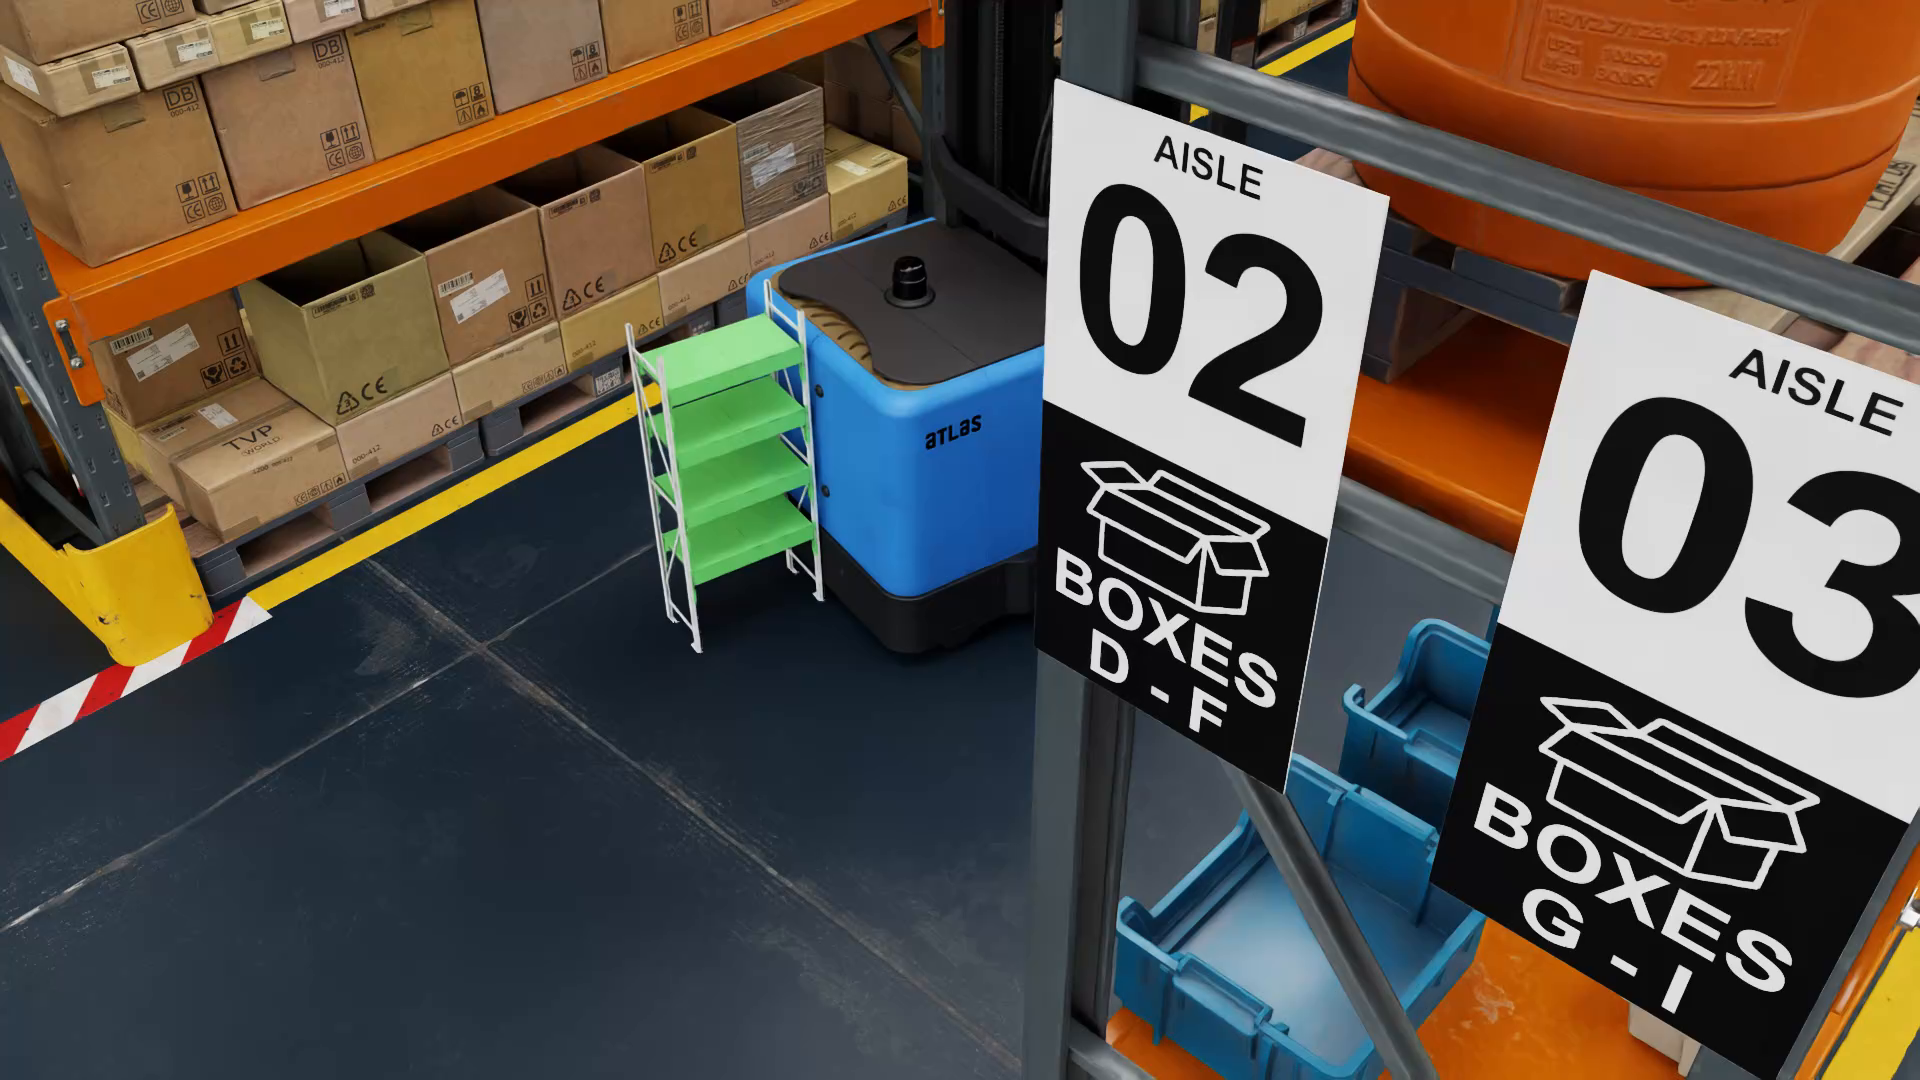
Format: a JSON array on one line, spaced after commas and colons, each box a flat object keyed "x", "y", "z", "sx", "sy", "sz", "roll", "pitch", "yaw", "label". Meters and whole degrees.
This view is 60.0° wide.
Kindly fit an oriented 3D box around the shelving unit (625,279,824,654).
[{"x": -0.765, "y": -0.225, "z": 5.569, "sx": 0.503, "sy": 1.200, "sz": 0.258, "roll": -23, "pitch": 44, "yaw": -26, "label": "shelving unit"}]

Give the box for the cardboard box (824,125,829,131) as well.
[{"x": -0.980, "y": -1.898, "z": 8.098, "sx": 0.500, "sy": 0.250, "sz": 0.500, "roll": 30, "pitch": 47, "yaw": 32, "label": "cardboard box"}]

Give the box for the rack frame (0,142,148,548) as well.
[{"x": -3.142, "y": -1.058, "z": 5.170, "sx": 1.000, "sy": 3.000, "sz": 0.127, "roll": 30, "pitch": 47, "yaw": 32, "label": "rack frame"}]

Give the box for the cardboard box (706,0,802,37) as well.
[{"x": -1.089, "y": -2.483, "z": 6.882, "sx": 0.700, "sy": 0.500, "sz": 0.500, "roll": 29, "pitch": 47, "yaw": 31, "label": "cardboard box"}]

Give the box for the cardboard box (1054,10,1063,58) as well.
[{"x": 0.361, "y": -2.516, "z": 8.425, "sx": 0.500, "sy": 0.311, "sz": 0.500, "roll": 29, "pitch": 47, "yaw": 31, "label": "cardboard box"}]

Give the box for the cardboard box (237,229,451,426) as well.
[{"x": -2.280, "y": -0.823, "z": 6.144, "sx": 0.500, "sy": 0.500, "sz": 0.500, "roll": 30, "pitch": 47, "yaw": 32, "label": "cardboard box"}]

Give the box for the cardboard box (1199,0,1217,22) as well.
[{"x": 1.056, "y": -2.995, "z": 9.028, "sx": 0.500, "sy": 0.311, "sz": 0.500, "roll": 31, "pitch": 48, "yaw": 33, "label": "cardboard box"}]

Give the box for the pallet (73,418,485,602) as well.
[{"x": -2.657, "y": -0.335, "z": 6.502, "sx": 1.003, "sy": 0.211, "sz": 1.213, "roll": 30, "pitch": 47, "yaw": 32, "label": "pallet"}]

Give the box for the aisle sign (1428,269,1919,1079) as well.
[{"x": 0.680, "y": 0.163, "z": 1.547, "sx": 0.394, "sy": 0.787, "sz": 0.004, "roll": 30, "pitch": 47, "yaw": 32, "label": "aisle sign"}]

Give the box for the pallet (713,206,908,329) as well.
[{"x": -1.011, "y": -1.456, "z": 7.911, "sx": 1.003, "sy": 0.211, "sz": 1.213, "roll": 30, "pitch": 47, "yaw": 32, "label": "pallet"}]

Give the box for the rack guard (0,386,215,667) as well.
[{"x": -3.158, "y": -0.068, "z": 5.934, "sx": 1.175, "sy": 0.500, "sz": 0.348, "roll": 30, "pitch": 47, "yaw": 32, "label": "rack guard"}]

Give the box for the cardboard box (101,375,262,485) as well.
[{"x": -2.998, "y": -0.516, "z": 6.361, "sx": 0.500, "sy": 0.250, "sz": 0.500, "roll": 30, "pitch": 47, "yaw": 32, "label": "cardboard box"}]

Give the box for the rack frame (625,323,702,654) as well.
[{"x": -0.968, "y": -0.140, "z": 5.463, "sx": 0.015, "sy": 1.200, "sz": 0.240, "roll": -23, "pitch": 44, "yaw": -26, "label": "rack frame"}]

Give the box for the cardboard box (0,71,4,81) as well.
[{"x": -3.025, "y": -1.606, "z": 5.258, "sx": 0.380, "sy": 0.149, "sz": 0.250, "roll": 29, "pitch": 47, "yaw": 31, "label": "cardboard box"}]

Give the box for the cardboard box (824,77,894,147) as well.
[{"x": -0.377, "y": -2.296, "z": 8.599, "sx": 0.500, "sy": 0.250, "sz": 0.500, "roll": 29, "pitch": 47, "yaw": 31, "label": "cardboard box"}]

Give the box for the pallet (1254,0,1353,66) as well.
[{"x": 1.671, "y": -3.280, "z": 10.205, "sx": 1.003, "sy": 0.211, "sz": 1.213, "roll": 30, "pitch": 47, "yaw": 32, "label": "pallet"}]

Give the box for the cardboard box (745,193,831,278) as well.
[{"x": -0.939, "y": -1.453, "z": 7.539, "sx": 0.500, "sy": 0.250, "sz": 0.500, "roll": 30, "pitch": 47, "yaw": 32, "label": "cardboard box"}]

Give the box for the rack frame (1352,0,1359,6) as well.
[{"x": 2.255, "y": -4.733, "z": 9.792, "sx": 1.000, "sy": 3.000, "sz": 0.127, "roll": 30, "pitch": 47, "yaw": 32, "label": "rack frame"}]

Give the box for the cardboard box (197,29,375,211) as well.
[{"x": -2.467, "y": -1.549, "z": 5.708, "sx": 0.700, "sy": 0.500, "sz": 0.500, "roll": 31, "pitch": 48, "yaw": 33, "label": "cardboard box"}]

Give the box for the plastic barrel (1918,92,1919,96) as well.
[{"x": 1.187, "y": -0.965, "z": 2.155, "sx": 0.600, "sy": 0.588, "sz": 0.600, "roll": 0, "pitch": 38, "yaw": 0, "label": "plastic barrel"}]

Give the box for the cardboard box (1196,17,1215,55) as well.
[{"x": 1.049, "y": -2.771, "z": 9.197, "sx": 0.500, "sy": 0.250, "sz": 0.500, "roll": 31, "pitch": 48, "yaw": 33, "label": "cardboard box"}]

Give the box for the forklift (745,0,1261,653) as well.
[{"x": 0.760, "y": -1.476, "z": 5.752, "sx": 3.031, "sy": 2.935, "sz": 1.130, "roll": -23, "pitch": 44, "yaw": -26, "label": "forklift"}]

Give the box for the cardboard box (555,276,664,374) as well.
[{"x": -1.603, "y": -0.987, "z": 6.953, "sx": 0.500, "sy": 0.250, "sz": 0.500, "roll": 30, "pitch": 47, "yaw": 32, "label": "cardboard box"}]

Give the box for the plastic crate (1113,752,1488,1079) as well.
[{"x": 0.629, "y": 0.727, "z": 3.046, "sx": 0.499, "sy": 0.251, "sz": 0.616, "roll": 30, "pitch": 47, "yaw": 32, "label": "plastic crate"}]

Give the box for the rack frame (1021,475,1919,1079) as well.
[{"x": 0.512, "y": 1.024, "z": 2.552, "sx": 1.000, "sy": 3.000, "sz": 0.127, "roll": 30, "pitch": 47, "yaw": 32, "label": "rack frame"}]

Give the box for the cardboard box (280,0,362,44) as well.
[{"x": -2.201, "y": -1.792, "z": 5.492, "sx": 0.380, "sy": 0.149, "sz": 0.250, "roll": 29, "pitch": 47, "yaw": 31, "label": "cardboard box"}]

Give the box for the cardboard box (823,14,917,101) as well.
[{"x": -0.382, "y": -2.509, "z": 8.417, "sx": 0.500, "sy": 0.311, "sz": 0.500, "roll": 30, "pitch": 47, "yaw": 32, "label": "cardboard box"}]

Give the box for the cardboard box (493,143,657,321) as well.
[{"x": -1.602, "y": -1.280, "z": 6.719, "sx": 0.500, "sy": 0.500, "sz": 0.500, "roll": 30, "pitch": 47, "yaw": 32, "label": "cardboard box"}]

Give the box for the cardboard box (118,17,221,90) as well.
[{"x": -2.542, "y": -1.563, "z": 5.204, "sx": 0.380, "sy": 0.149, "sz": 0.250, "roll": 28, "pitch": 46, "yaw": 31, "label": "cardboard box"}]

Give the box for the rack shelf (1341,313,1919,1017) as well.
[{"x": 1.861, "y": -0.787, "z": 2.998, "sx": 1.077, "sy": 0.370, "sz": 4.000, "roll": 30, "pitch": 47, "yaw": 32, "label": "rack shelf"}]

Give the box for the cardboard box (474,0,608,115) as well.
[{"x": -1.775, "y": -2.018, "z": 6.298, "sx": 0.700, "sy": 0.500, "sz": 0.500, "roll": 31, "pitch": 48, "yaw": 33, "label": "cardboard box"}]

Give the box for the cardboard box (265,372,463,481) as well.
[{"x": -2.281, "y": -0.530, "z": 6.378, "sx": 0.500, "sy": 0.250, "sz": 0.500, "roll": 30, "pitch": 47, "yaw": 32, "label": "cardboard box"}]

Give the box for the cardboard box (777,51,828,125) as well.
[{"x": -0.987, "y": -2.195, "z": 7.870, "sx": 0.500, "sy": 0.500, "sz": 0.500, "roll": 30, "pitch": 47, "yaw": 32, "label": "cardboard box"}]

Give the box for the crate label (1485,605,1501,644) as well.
[{"x": 1.554, "y": 0.051, "z": 3.747, "sx": 0.502, "sy": 0.435, "sz": 0.616, "roll": 30, "pitch": 47, "yaw": 32, "label": "crate label"}]

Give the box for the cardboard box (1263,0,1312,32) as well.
[{"x": 1.735, "y": -3.239, "z": 9.785, "sx": 0.500, "sy": 0.250, "sz": 0.500, "roll": 29, "pitch": 47, "yaw": 31, "label": "cardboard box"}]

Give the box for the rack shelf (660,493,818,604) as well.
[{"x": -0.765, "y": 0.013, "z": 5.758, "sx": 0.480, "sy": 0.148, "sz": 0.258, "roll": -23, "pitch": 44, "yaw": -26, "label": "rack shelf"}]

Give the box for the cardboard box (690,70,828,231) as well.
[{"x": -0.941, "y": -1.747, "z": 7.307, "sx": 0.500, "sy": 0.500, "sz": 0.500, "roll": 30, "pitch": 47, "yaw": 32, "label": "cardboard box"}]

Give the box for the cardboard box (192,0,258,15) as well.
[{"x": -2.431, "y": -2.082, "z": 5.335, "sx": 0.700, "sy": 0.500, "sz": 0.500, "roll": 28, "pitch": 46, "yaw": 31, "label": "cardboard box"}]

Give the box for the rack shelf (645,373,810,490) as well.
[{"x": -0.765, "y": -0.363, "z": 5.460, "sx": 0.480, "sy": 0.148, "sz": 0.258, "roll": -23, "pitch": 44, "yaw": -26, "label": "rack shelf"}]
